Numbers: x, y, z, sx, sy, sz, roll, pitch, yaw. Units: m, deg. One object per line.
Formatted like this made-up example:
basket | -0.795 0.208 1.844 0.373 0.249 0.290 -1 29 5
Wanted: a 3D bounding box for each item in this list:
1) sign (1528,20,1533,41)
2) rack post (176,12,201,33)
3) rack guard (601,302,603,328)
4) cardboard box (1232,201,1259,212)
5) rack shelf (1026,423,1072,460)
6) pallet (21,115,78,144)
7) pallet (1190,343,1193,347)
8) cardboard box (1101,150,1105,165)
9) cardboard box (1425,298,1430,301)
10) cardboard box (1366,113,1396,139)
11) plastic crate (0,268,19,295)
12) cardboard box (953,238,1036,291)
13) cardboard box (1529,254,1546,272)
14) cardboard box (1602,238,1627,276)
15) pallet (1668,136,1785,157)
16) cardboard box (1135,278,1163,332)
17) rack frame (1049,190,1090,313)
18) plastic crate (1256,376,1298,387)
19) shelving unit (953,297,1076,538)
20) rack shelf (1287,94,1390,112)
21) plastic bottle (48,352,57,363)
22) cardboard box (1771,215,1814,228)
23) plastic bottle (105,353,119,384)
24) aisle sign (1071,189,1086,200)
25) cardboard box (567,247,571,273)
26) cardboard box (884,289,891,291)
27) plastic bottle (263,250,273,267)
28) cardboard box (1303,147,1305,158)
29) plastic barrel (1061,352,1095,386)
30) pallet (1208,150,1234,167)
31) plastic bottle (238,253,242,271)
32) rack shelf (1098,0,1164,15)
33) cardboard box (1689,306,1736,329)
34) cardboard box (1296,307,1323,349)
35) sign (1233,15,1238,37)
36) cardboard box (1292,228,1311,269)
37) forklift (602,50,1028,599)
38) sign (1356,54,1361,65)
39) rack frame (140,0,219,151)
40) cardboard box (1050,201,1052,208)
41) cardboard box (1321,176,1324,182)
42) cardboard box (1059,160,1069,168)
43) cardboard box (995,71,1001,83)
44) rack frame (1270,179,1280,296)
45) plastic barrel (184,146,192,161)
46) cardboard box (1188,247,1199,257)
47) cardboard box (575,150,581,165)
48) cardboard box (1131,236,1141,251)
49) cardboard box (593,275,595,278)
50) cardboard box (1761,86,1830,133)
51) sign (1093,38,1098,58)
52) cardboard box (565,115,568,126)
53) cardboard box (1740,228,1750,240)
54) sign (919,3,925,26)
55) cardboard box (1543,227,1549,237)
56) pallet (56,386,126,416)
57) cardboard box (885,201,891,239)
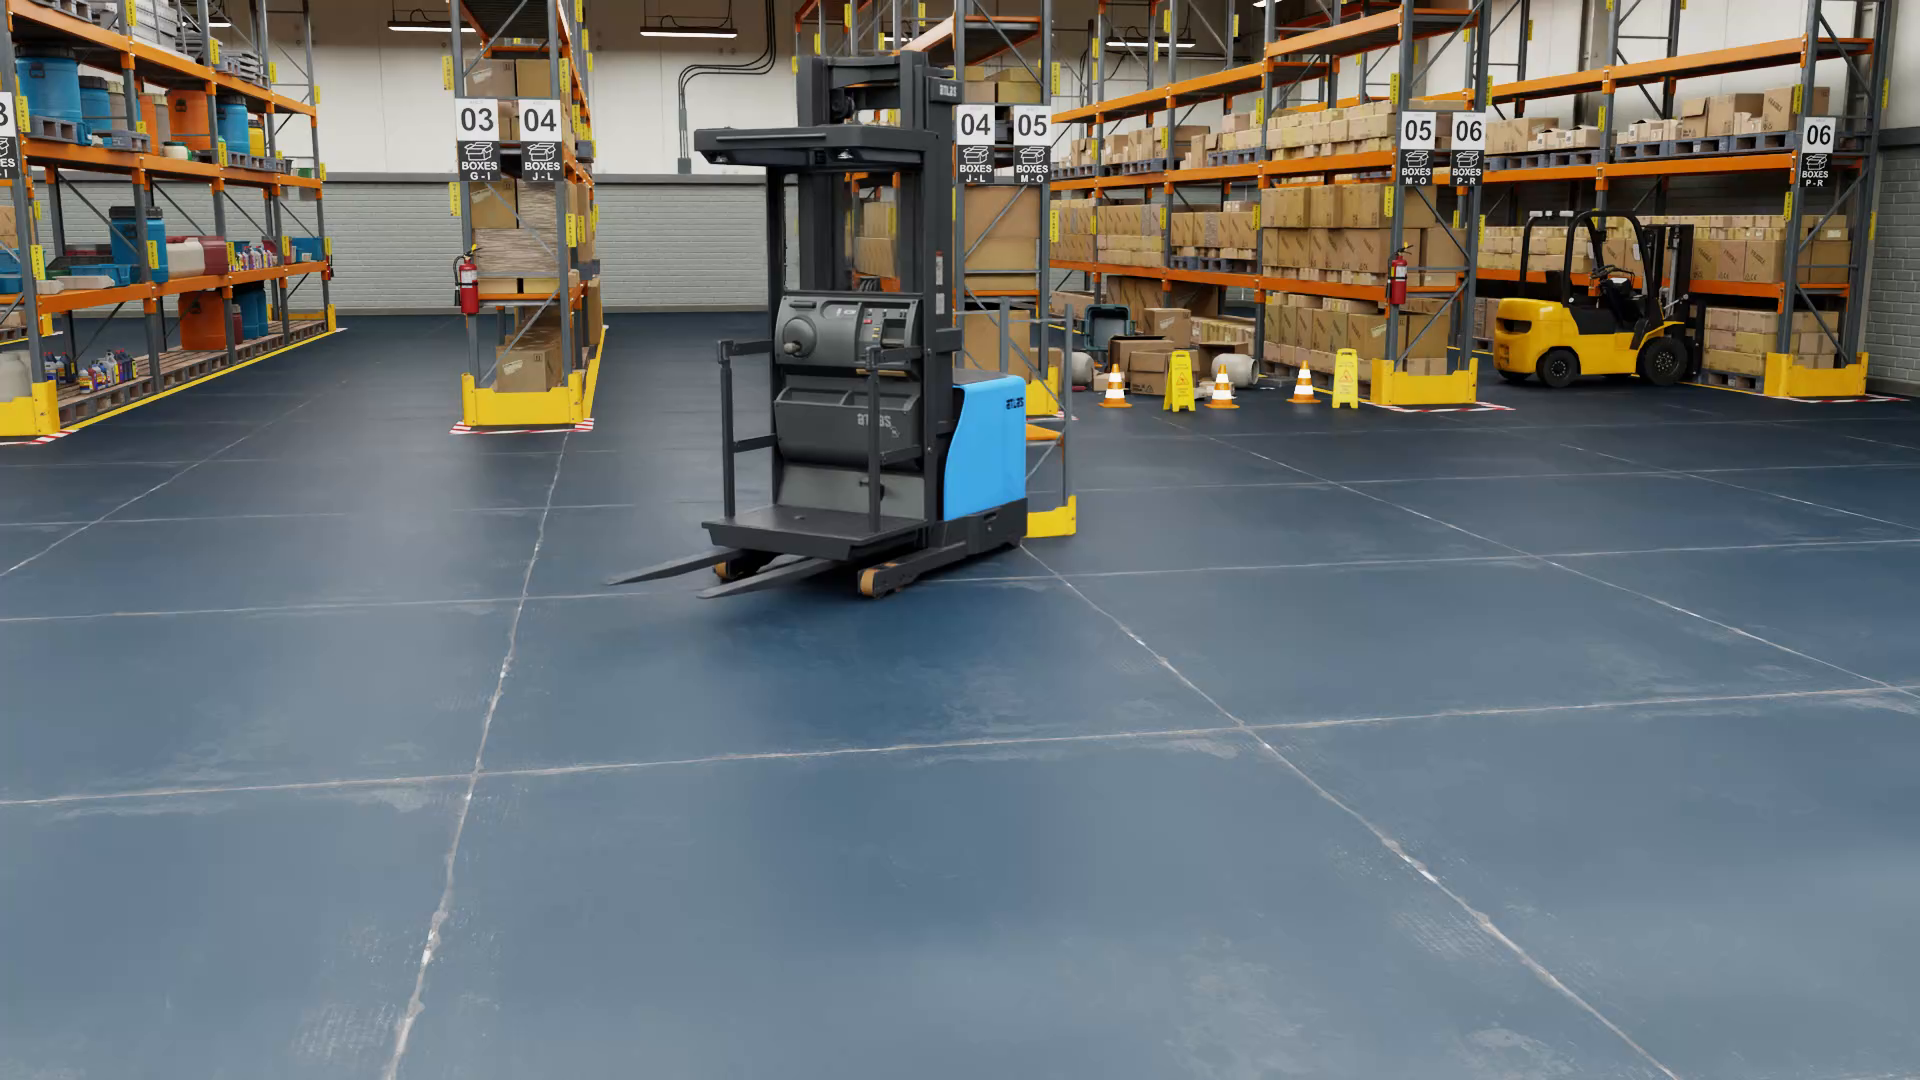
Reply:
sign | 9.135 -8.177 26.668 0.100 0.325 0.005 -2 11 -11
rack post | -11.104 -7.290 23.553 0.624 0.289 0.986 -2 11 -11
rack guard | -7.558 -4.374 32.342 1.175 0.500 0.348 -2 11 -11
cardboard box | 4.043 -4.680 23.341 0.380 0.149 0.250 -2 11 -13
rack shelf | 0.294 -0.673 11.183 0.538 0.185 1.000 -4 12 -22
pallet | -9.365 -4.019 16.274 1.003 0.211 1.213 -2 11 -11
pallet | 3.874 -2.978 25.777 1.003 0.211 1.213 -2 11 -11
cardboard box | 2.699 -6.734 29.268 0.396 0.266 0.258 -2 11 -12
cardboard box | 8.155 -4.149 28.302 0.380 0.149 0.250 -2 11 -13
cardboard box | 4.915 -4.654 18.708 0.500 0.250 0.500 -2 11 -12
plastic crate | -9.812 -2.610 16.787 0.499 0.251 0.408 -2 11 -11
cardboard box | 0.326 -2.965 17.852 0.875 0.550 0.550 -2 11 -11
cardboard box | 8.845 -4.132 24.784 0.500 0.250 0.500 -2 11 -11
cardboard box | 9.199 -3.897 22.880 0.500 0.500 0.500 -2 11 -13
pallet | 9.794 -4.990 21.105 1.003 0.211 1.213 -2 11 -11
cardboard box | 3.501 -3.947 27.971 0.875 0.875 0.875 -2 11 -10
rack frame | 2.167 -5.958 33.978 1.000 3.000 0.127 -2 11 -11
plastic crate | 4.002 -2.005 21.019 0.402 0.080 0.583 -6 13 -31
shelving unit | 0.291 -0.851 11.158 0.587 1.500 1.083 -4 12 -22
rack shelf | 7.424 -8.365 32.510 1.077 0.370 4.000 -2 11 -11
plastic bottle | -10.328 -1.969 18.925 0.144 0.351 0.185 -2 11 -9
cardboard box | 9.871 -3.777 19.720 0.380 0.149 0.250 -2 11 -11
plastic bottle | -9.570 -1.930 18.720 0.144 0.351 0.185 -2 11 -11
aisle sign | 2.457 -7.260 33.864 0.394 0.787 0.004 -2 11 -11
cardboard box | -4.934 -3.326 19.088 0.875 0.500 0.500 -2 11 -11
cardboard box | -1.108 -3.867 26.550 0.500 0.250 0.500 -2 11 -12
plastic bottle | -11.240 -4.563 26.978 0.152 0.276 0.135 -2 11 -11
cardboard box | 4.524 -4.853 20.822 0.380 0.149 0.250 -2 11 -13
plastic barrel | 1.390 -2.141 20.813 0.512 0.421 0.421 6 12 28
pallet | 4.281 -5.446 23.766 1.213 0.211 1.003 -2 11 -11
plastic bottle | -10.780 -4.152 24.834 0.097 0.271 0.097 0 11 0
rack shelf | 3.334 -9.084 27.392 1.077 0.370 4.000 -2 11 -11
cardboard box | 9.539 -2.810 20.996 0.500 0.250 0.500 -2 11 -10
cardboard box | 4.566 -2.670 20.929 0.500 0.500 0.500 -2 11 -8
sign | 4.253 -7.957 25.727 0.100 0.325 0.005 -2 11 -11
cardboard box | 4.519 -3.678 20.935 0.500 0.500 0.500 -2 11 -11
forklift | -0.754 -1.218 9.256 1.130 2.935 3.031 6 12 30
sign | 7.277 -8.834 30.334 0.100 0.325 0.005 -2 11 -11
rack frame | -10.856 -6.898 22.869 1.000 3.000 0.127 -2 11 -11
cardboard box | 1.965 -6.742 33.420 0.380 0.149 0.250 -2 11 -10
cardboard box | 7.244 -7.047 32.348 0.380 0.149 0.250 -2 11 -10
cardboard box | 2.153 -7.356 32.580 0.380 0.149 0.250 -2 11 -9
cardboard box | 0.593 -4.988 18.008 0.380 0.149 0.250 -2 11 -12
rack frame | 7.035 -6.139 34.930 1.000 3.000 0.127 -2 11 -11
plastic barrel | -10.758 -5.304 22.936 0.294 0.245 0.294 0 11 0
cardboard box | 3.667 -4.351 25.085 0.380 0.149 0.250 -2 11 -11
cardboard box | -5.460 -5.269 22.738 0.500 0.250 0.500 -2 11 -9
cardboard box | 3.157 -4.930 27.638 0.500 0.250 0.500 -2 11 -12
cardboard box | -7.001 -4.316 29.908 0.875 0.875 0.875 -2 11 -11
cardboard box | 9.822 -5.055 19.554 0.500 0.500 0.500 -2 11 -9
sign | 2.396 -8.693 29.378 0.100 0.325 0.005 -2 11 -11
cardboard box | -4.612 -4.702 18.691 0.380 0.149 0.250 -2 11 -8
cardboard box | 9.736 -3.722 20.226 0.380 0.149 0.250 -2 11 -10
sign | -0.569 -7.797 24.673 0.100 0.325 0.005 -2 11 -11
cardboard box | 8.850 -4.548 24.567 0.380 0.149 0.250 -2 11 -12
pallet | -9.748 -1.498 18.003 1.003 0.211 1.213 -2 11 -11
cardboard box | -0.637 -4.377 22.729 0.700 0.500 0.500 -2 11 -11
